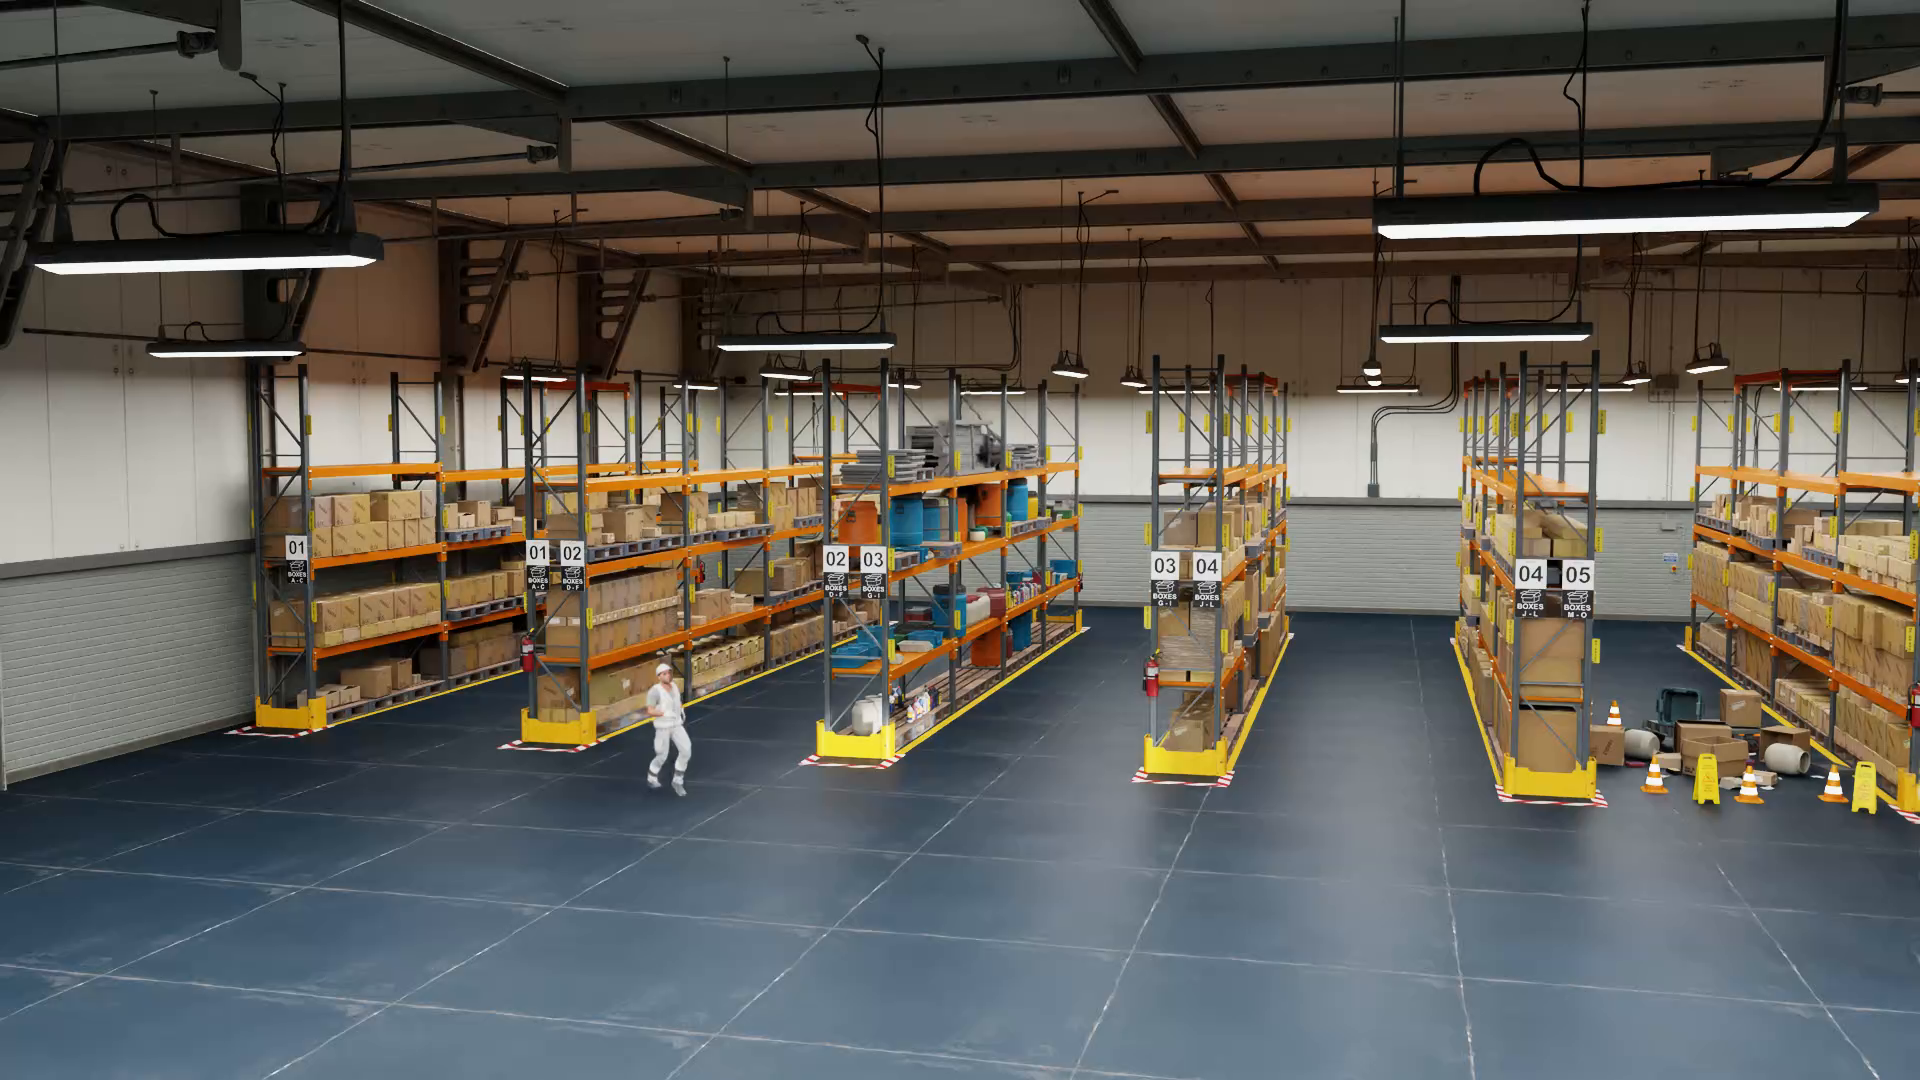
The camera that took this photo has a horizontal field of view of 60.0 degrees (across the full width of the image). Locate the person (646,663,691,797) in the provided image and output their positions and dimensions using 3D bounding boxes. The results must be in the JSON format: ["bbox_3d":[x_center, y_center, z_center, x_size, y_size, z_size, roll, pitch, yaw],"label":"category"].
[{"bbox_3d":[-3.960,2.573,22.580,0.670,1.812,0.755,-4,5,-44],"label":"person"}]
